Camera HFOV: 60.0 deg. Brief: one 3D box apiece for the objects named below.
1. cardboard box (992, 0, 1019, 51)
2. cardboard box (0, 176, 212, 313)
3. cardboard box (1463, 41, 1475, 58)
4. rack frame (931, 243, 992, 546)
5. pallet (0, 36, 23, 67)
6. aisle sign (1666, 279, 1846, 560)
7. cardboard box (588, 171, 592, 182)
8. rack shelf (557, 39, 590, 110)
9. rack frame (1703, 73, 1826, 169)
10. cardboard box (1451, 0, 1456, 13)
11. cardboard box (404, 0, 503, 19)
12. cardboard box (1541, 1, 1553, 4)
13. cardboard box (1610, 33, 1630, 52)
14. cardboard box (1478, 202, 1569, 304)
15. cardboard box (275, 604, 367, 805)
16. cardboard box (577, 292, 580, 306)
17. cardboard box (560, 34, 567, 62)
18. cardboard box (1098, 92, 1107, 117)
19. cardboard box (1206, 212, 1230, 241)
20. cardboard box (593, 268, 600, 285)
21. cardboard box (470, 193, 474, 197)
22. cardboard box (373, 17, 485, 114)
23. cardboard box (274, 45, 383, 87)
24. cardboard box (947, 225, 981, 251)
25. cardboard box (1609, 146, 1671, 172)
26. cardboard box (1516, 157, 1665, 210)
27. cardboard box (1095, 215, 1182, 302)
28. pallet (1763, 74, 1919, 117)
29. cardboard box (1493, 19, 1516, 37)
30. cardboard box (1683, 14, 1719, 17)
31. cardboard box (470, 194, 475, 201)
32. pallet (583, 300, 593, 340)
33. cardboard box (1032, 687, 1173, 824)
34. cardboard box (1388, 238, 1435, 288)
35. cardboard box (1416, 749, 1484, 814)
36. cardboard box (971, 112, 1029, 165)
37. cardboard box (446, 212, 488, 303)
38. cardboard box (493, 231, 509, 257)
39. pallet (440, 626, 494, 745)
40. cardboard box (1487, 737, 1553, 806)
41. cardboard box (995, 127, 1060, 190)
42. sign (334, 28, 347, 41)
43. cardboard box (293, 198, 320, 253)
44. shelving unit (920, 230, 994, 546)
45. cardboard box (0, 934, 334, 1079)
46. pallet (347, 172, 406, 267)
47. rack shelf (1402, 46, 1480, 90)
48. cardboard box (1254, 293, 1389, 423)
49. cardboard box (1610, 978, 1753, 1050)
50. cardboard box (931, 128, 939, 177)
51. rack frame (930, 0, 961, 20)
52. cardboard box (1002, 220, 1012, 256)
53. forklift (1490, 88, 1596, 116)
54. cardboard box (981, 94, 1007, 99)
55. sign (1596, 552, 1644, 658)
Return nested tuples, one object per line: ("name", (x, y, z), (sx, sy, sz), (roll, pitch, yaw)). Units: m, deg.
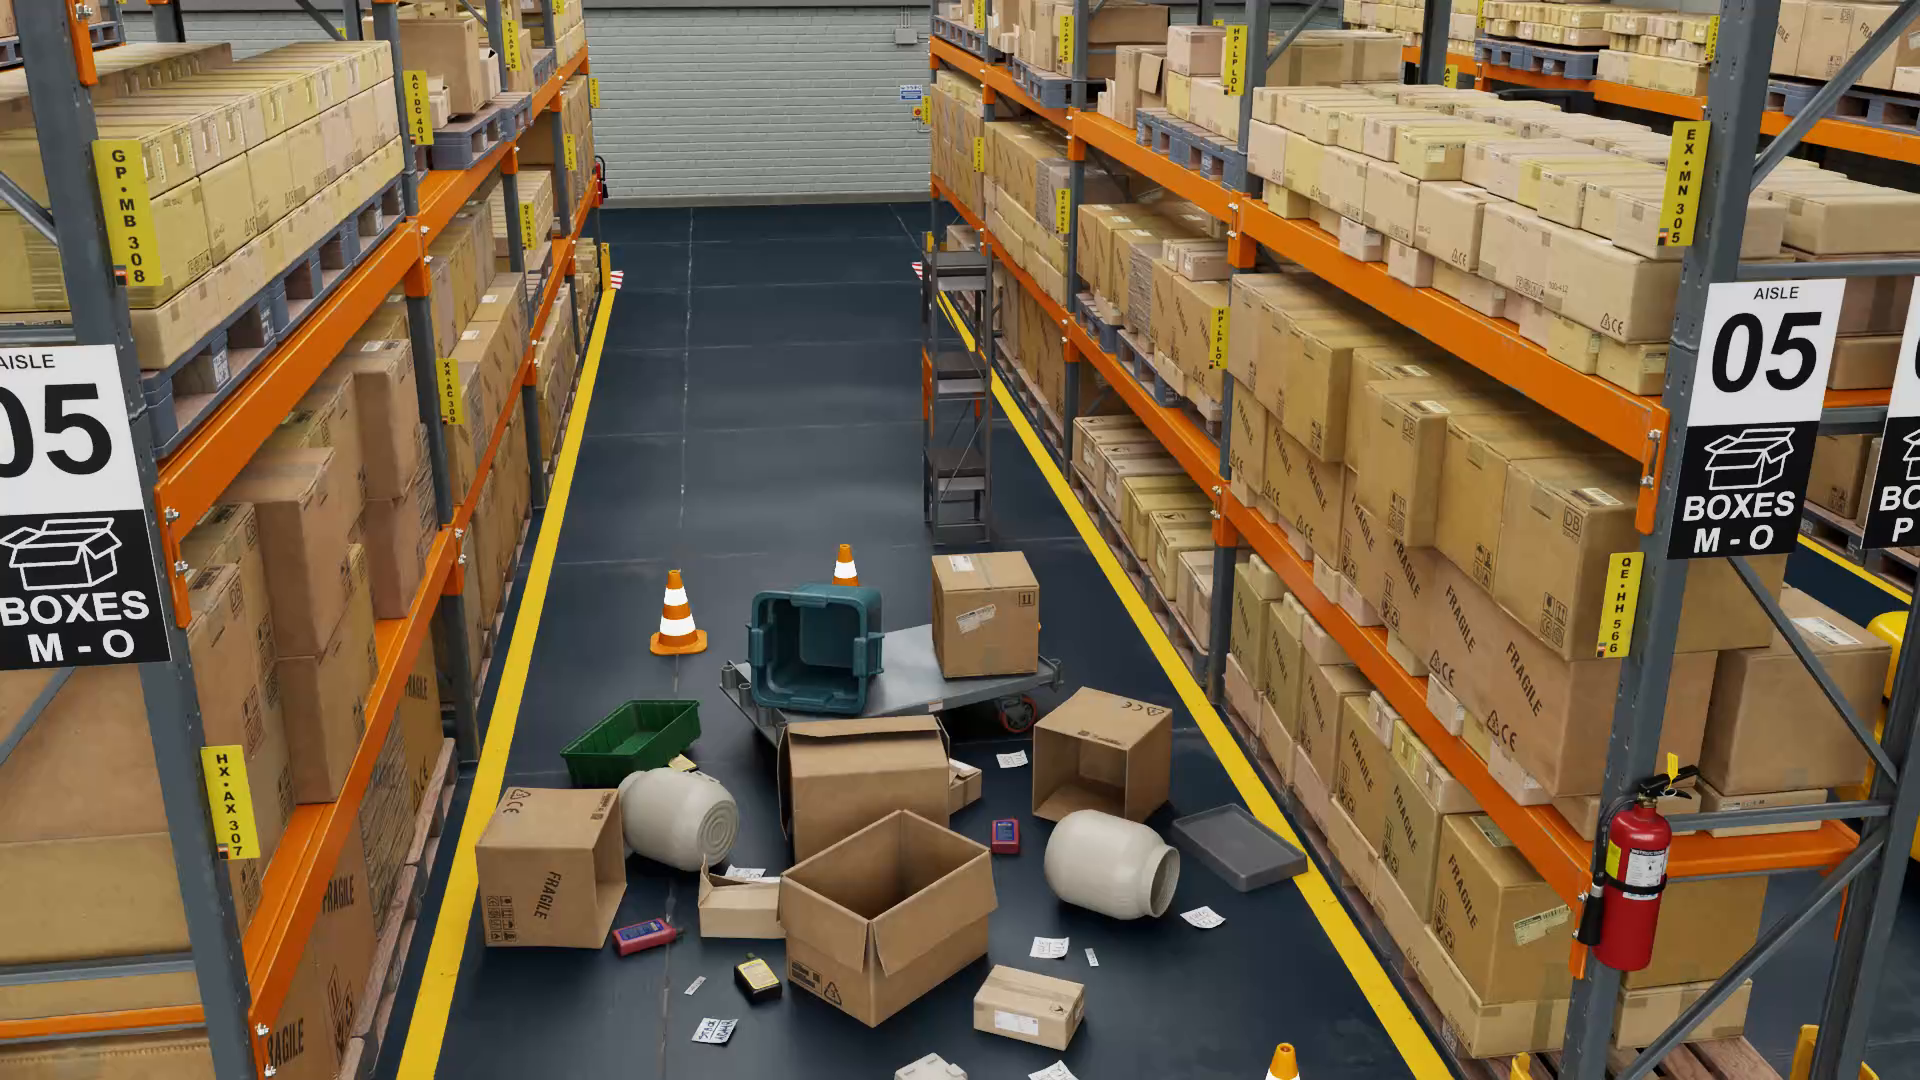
("cardboard box", (0.572, -4.624, 14.780), (0.500, 0.500, 0.500), (-3, 21, -9))
("cardboard box", (-2.238, -0.754, 4.206), (0.500, 0.250, 0.500), (-3, 21, -8))
("cardboard box", (5.299, -4.944, 16.738), (0.380, 0.149, 0.250), (-3, 21, -8))
("rack frame", (0.011, -0.956, 11.276), (0.400, 2.100, 0.015), (-3, 21, -8))
("pallet", (-9.182, -4.443, 15.164), (1.003, 0.211, 1.213), (-3, 21, -8))
("aisle sign", (2.184, -0.322, 4.576), (0.394, 0.787, 0.004), (-3, 21, -8))
("cardboard box", (-4.402, -4.179, 18.977), (0.380, 0.149, 0.250), (-3, 21, -8))
("rack shelf", (-4.440, -4.771, 16.945), (1.077, 0.370, 4.000), (-3, 21, -8))
("rack frame", (6.220, -2.162, 13.217), (1.000, 3.000, 0.127), (-3, 21, -8))
("cardboard box", (5.250, -5.593, 17.192), (0.500, 0.250, 0.500), (-3, 21, -9))
("cardboard box", (-4.059, -4.119, 13.423), (0.797, 0.503, 0.637), (-3, 21, -8))
("cardboard box", (5.802, -5.119, 16.039), (0.380, 0.149, 0.250), (-3, 21, -9))
("cardboard box", (5.771, -4.241, 14.141), (0.380, 0.149, 0.250), (-2, 21, -6))
("cardboard box", (2.063, -0.953, 5.483), (0.500, 0.250, 0.500), (-3, 21, -8))
("cardboard box", (-2.578, 0.558, 5.720), (0.875, 0.550, 0.550), (-3, 21, -8))
("cardboard box", (-4.136, -2.508, 17.194), (0.380, 0.149, 0.250), (-2, 21, -5))
("cardboard box", (-4.039, -4.692, 15.919), (0.500, 0.250, 0.500), (-3, 21, -9))
("cardboard box", (1.186, -3.080, 11.748), (0.380, 0.149, 0.250), (-3, 21, -8))
("cardboard box", (1.823, -2.045, 10.809), (0.380, 0.149, 0.250), (-4, 21, -10))
("cardboard box", (-4.309, -3.001, 18.938), (0.380, 0.149, 0.250), (-2, 21, -6))
("cardboard box", (-4.504, -3.112, 14.671), (0.380, 0.149, 0.250), (-2, 21, -6))
("cardboard box", (-3.048, -2.733, 9.575), (0.500, 0.500, 0.500), (-3, 21, -8))
("cardboard box", (-2.594, -1.947, 6.832), (0.380, 0.149, 0.250), (-3, 21, -8))
("cardboard box", (0.349, -3.453, 19.736), (0.875, 0.438, 0.875), (-4, 21, -10))
("cardboard box", (2.492, -1.282, 5.795), (0.380, 0.149, 0.250), (-3, 21, -8))
("cardboard box", (2.081, -1.173, 5.501), (0.380, 0.149, 0.250), (-3, 21, -7))
("cardboard box", (1.226, -1.946, 11.470), (0.500, 0.500, 0.500), (-2, 21, -5))
("pallet", (6.406, -3.248, 12.109), (1.213, 0.211, 1.003), (-2, 21, -5))
("cardboard box", (5.296, -4.863, 15.778), (0.380, 0.149, 0.250), (-3, 21, -7))
("cardboard box", (6.284, -4.317, 13.920), (0.380, 0.149, 0.250), (-3, 21, -8))
("cardboard box", (-4.511, -2.980, 14.741), (0.380, 0.149, 0.250), (-3, 21, -9))
("pallet", (-4.463, -2.358, 17.729), (1.003, 0.211, 1.213), (-3, 21, -8))
("cardboard box", (0.693, 1.084, 8.095), (0.500, 0.500, 0.500), (12, 24, 29))
("cardboard box", (1.868, -1.067, 6.357), (0.380, 0.149, 0.250), (-3, 21, -8))
("cardboard box", (1.969, 0.908, 6.329), (0.380, 0.149, 0.250), (-2, 21, -6))
("cardboard box", (0.391, -3.960, 16.459), (0.500, 0.500, 0.500), (-3, 21, -8))
("cardboard box", (-3.446, -1.810, 10.703), (0.700, 0.500, 0.500), (-3, 21, -9))
("cardboard box", (-3.451, -2.155, 12.106), (0.380, 0.149, 0.250), (-3, 21, -8))
("pallet", (-3.184, 0.802, 9.266), (1.003, 0.211, 1.213), (-3, 21, -8))
("cardboard box", (2.050, 0.776, 5.709), (0.380, 0.149, 0.250), (-3, 21, -8))
("cardboard box", (0.612, -3.469, 15.145), (0.500, 0.500, 0.500), (-3, 21, -8))
("sign", (-4.113, -3.246, 11.095), (0.100, 0.325, 0.005), (-3, 21, -8))
("cardboard box", (-2.374, -1.047, 5.560), (0.380, 0.149, 0.250), (-3, 21, -7))
("shelving unit", (-0.024, -1.041, 11.502), (0.431, 2.100, 0.503), (-3, 21, -8))
("cardboard box", (-2.585, 1.711, 5.283), (0.875, 0.875, 0.875), (-3, 21, -7))
("pallet", (-2.891, -1.320, 6.804), (1.003, 0.211, 1.213), (-3, 21, -8))
("rack shelf", (5.355, -5.307, 18.380), (1.077, 0.370, 4.000), (-3, 21, -8))
("cardboard box", (1.786, -0.839, 7.677), (0.700, 0.500, 0.500), (-3, 21, -7))
("cardboard box", (2.619, 1.658, 6.320), (0.500, 0.250, 0.500), (-3, 21, -8))
("cardboard box", (-0.060, -4.546, 19.458), (0.500, 0.500, 0.500), (-3, 21, -8))
("rack frame", (0.155, -7.490, 18.910), (1.000, 3.000, 0.127), (-3, 21, -8))
("cardboard box", (0.668, -2.702, 14.878), (0.500, 0.250, 0.500), (-3, 21, -8))
("forklift", (4.310, -1.709, 12.103), (1.130, 2.935, 3.031), (-6, 21, -15))
("cardboard box", (0.416, -4.388, 16.680), (0.380, 0.149, 0.250), (-3, 21, -8))
("sign", (1.910, 0.190, 4.813), (0.100, 0.325, 0.005), (-3, 21, -8))
